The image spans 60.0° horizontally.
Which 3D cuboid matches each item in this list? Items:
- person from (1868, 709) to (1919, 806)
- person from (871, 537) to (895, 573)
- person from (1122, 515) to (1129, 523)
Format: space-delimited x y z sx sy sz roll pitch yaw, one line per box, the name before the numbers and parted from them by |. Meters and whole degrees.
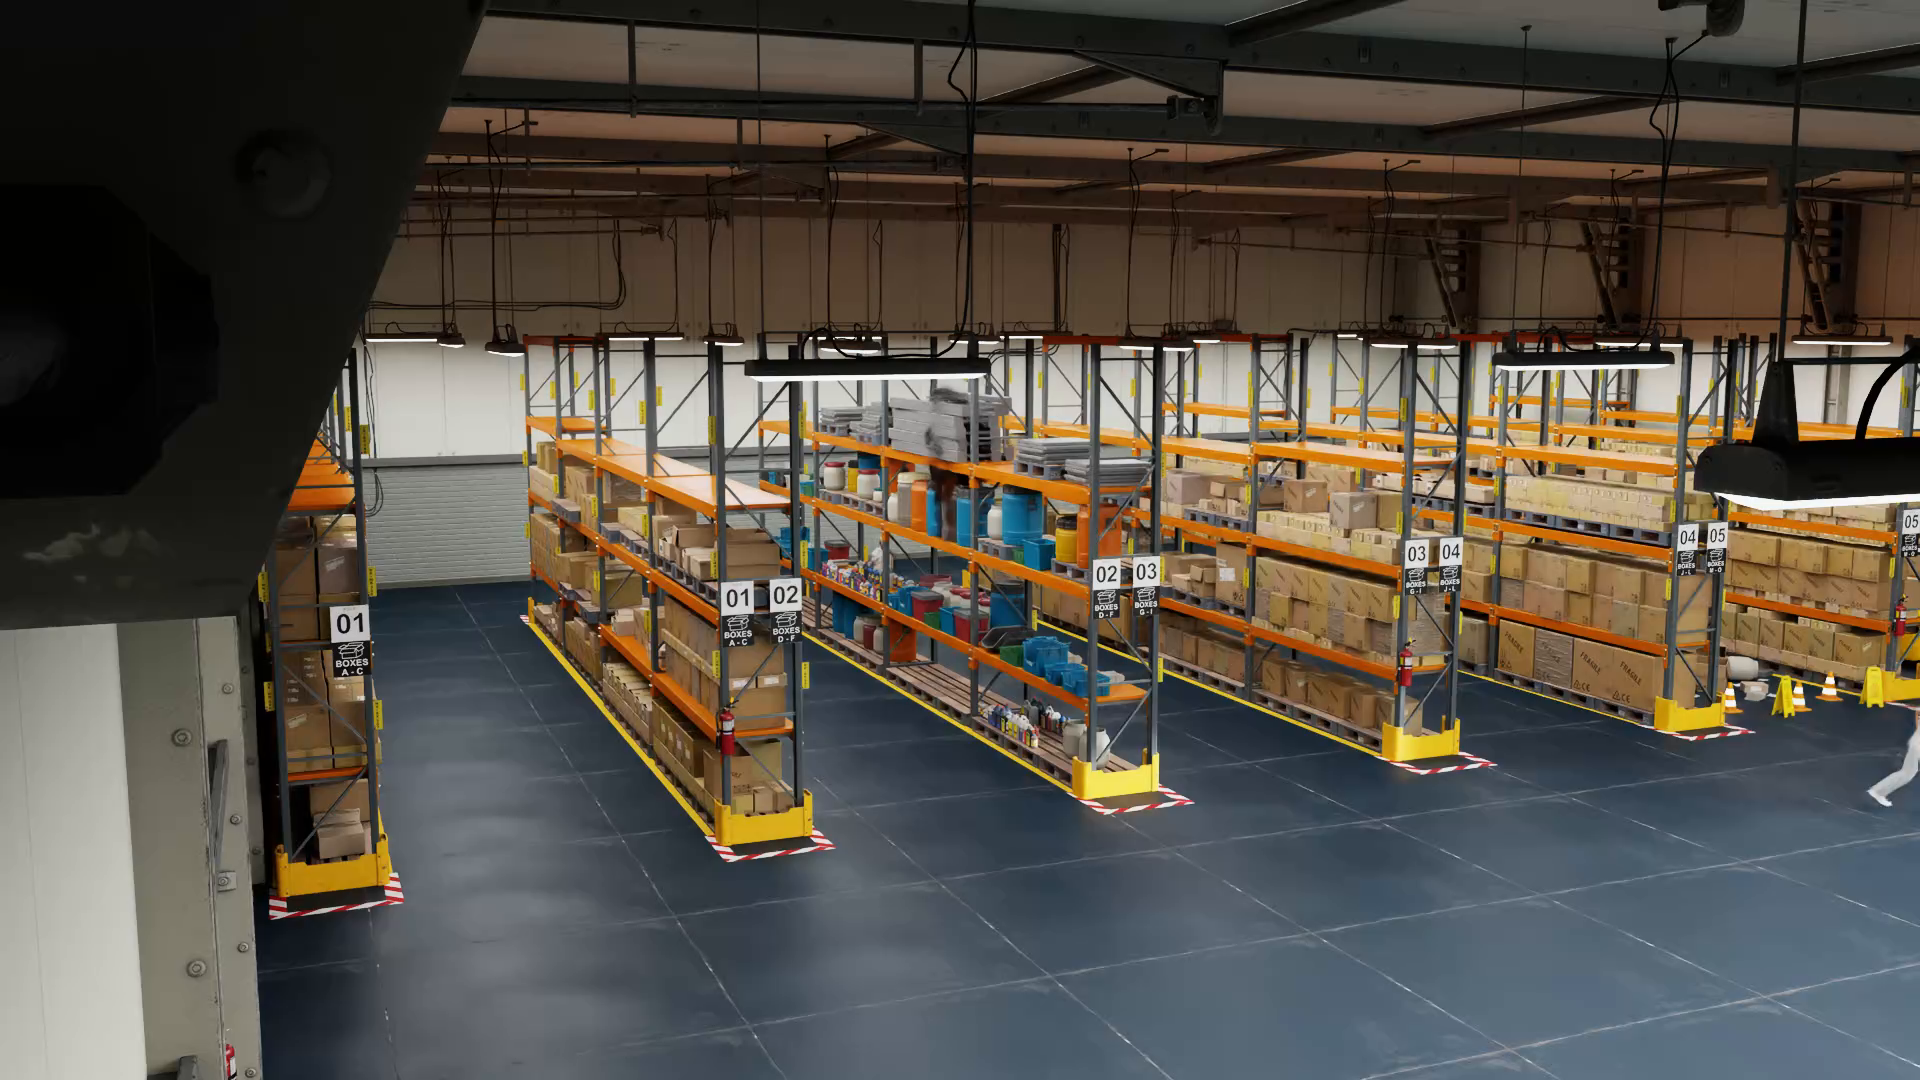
person | 12.251 2.737 21.352 0.974 1.627 0.605 3 8 18
person | -1.639 0.737 36.031 0.606 1.634 0.562 -4 9 -28
person | 3.821 0.105 40.631 0.764 1.750 0.706 -6 10 -40
